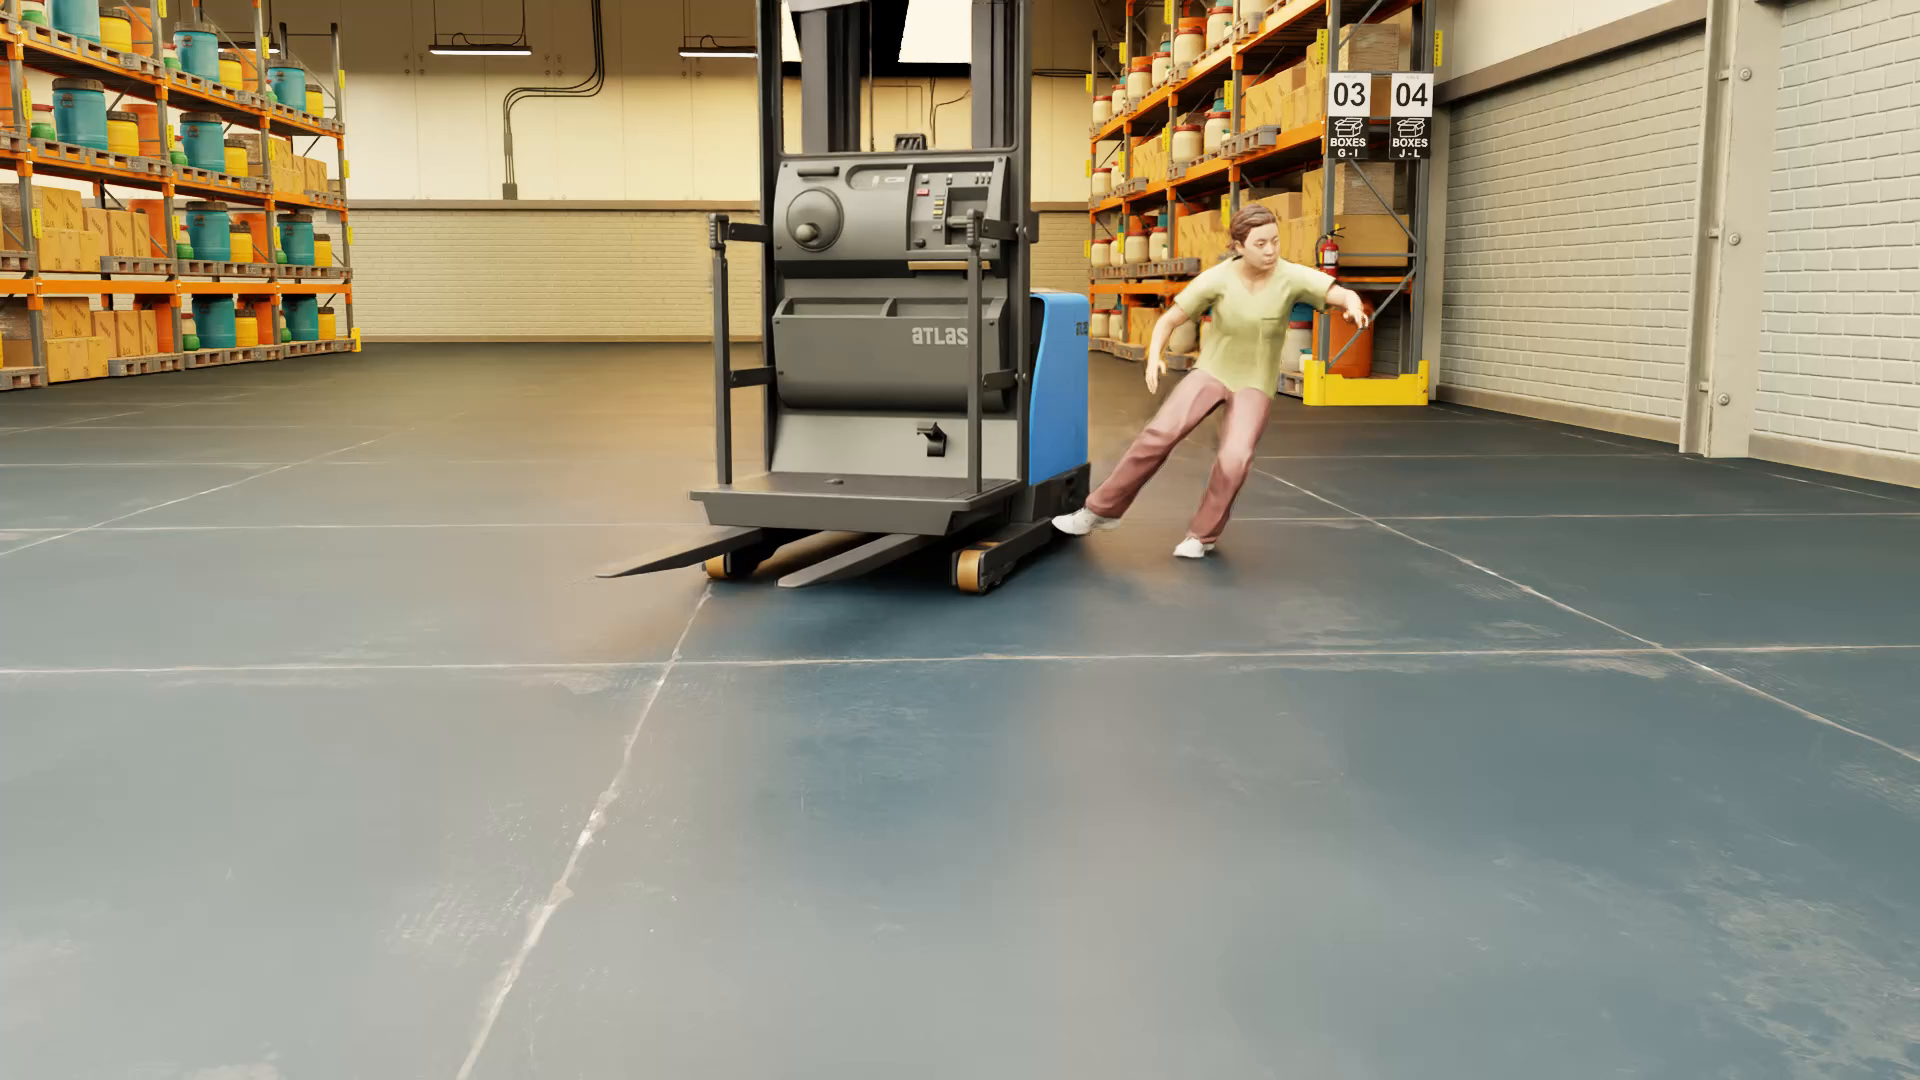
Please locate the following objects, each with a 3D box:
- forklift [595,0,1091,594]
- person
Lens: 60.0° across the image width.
[{"bbox_3d":[-0.338,-1.320,6.218,1.130,2.935,3.031,3,9,18],"label":"forklift"},{"bbox_3d":[0.968,-0.613,6.620,1.197,1.429,0.812,0,8,3],"label":"person"}]
